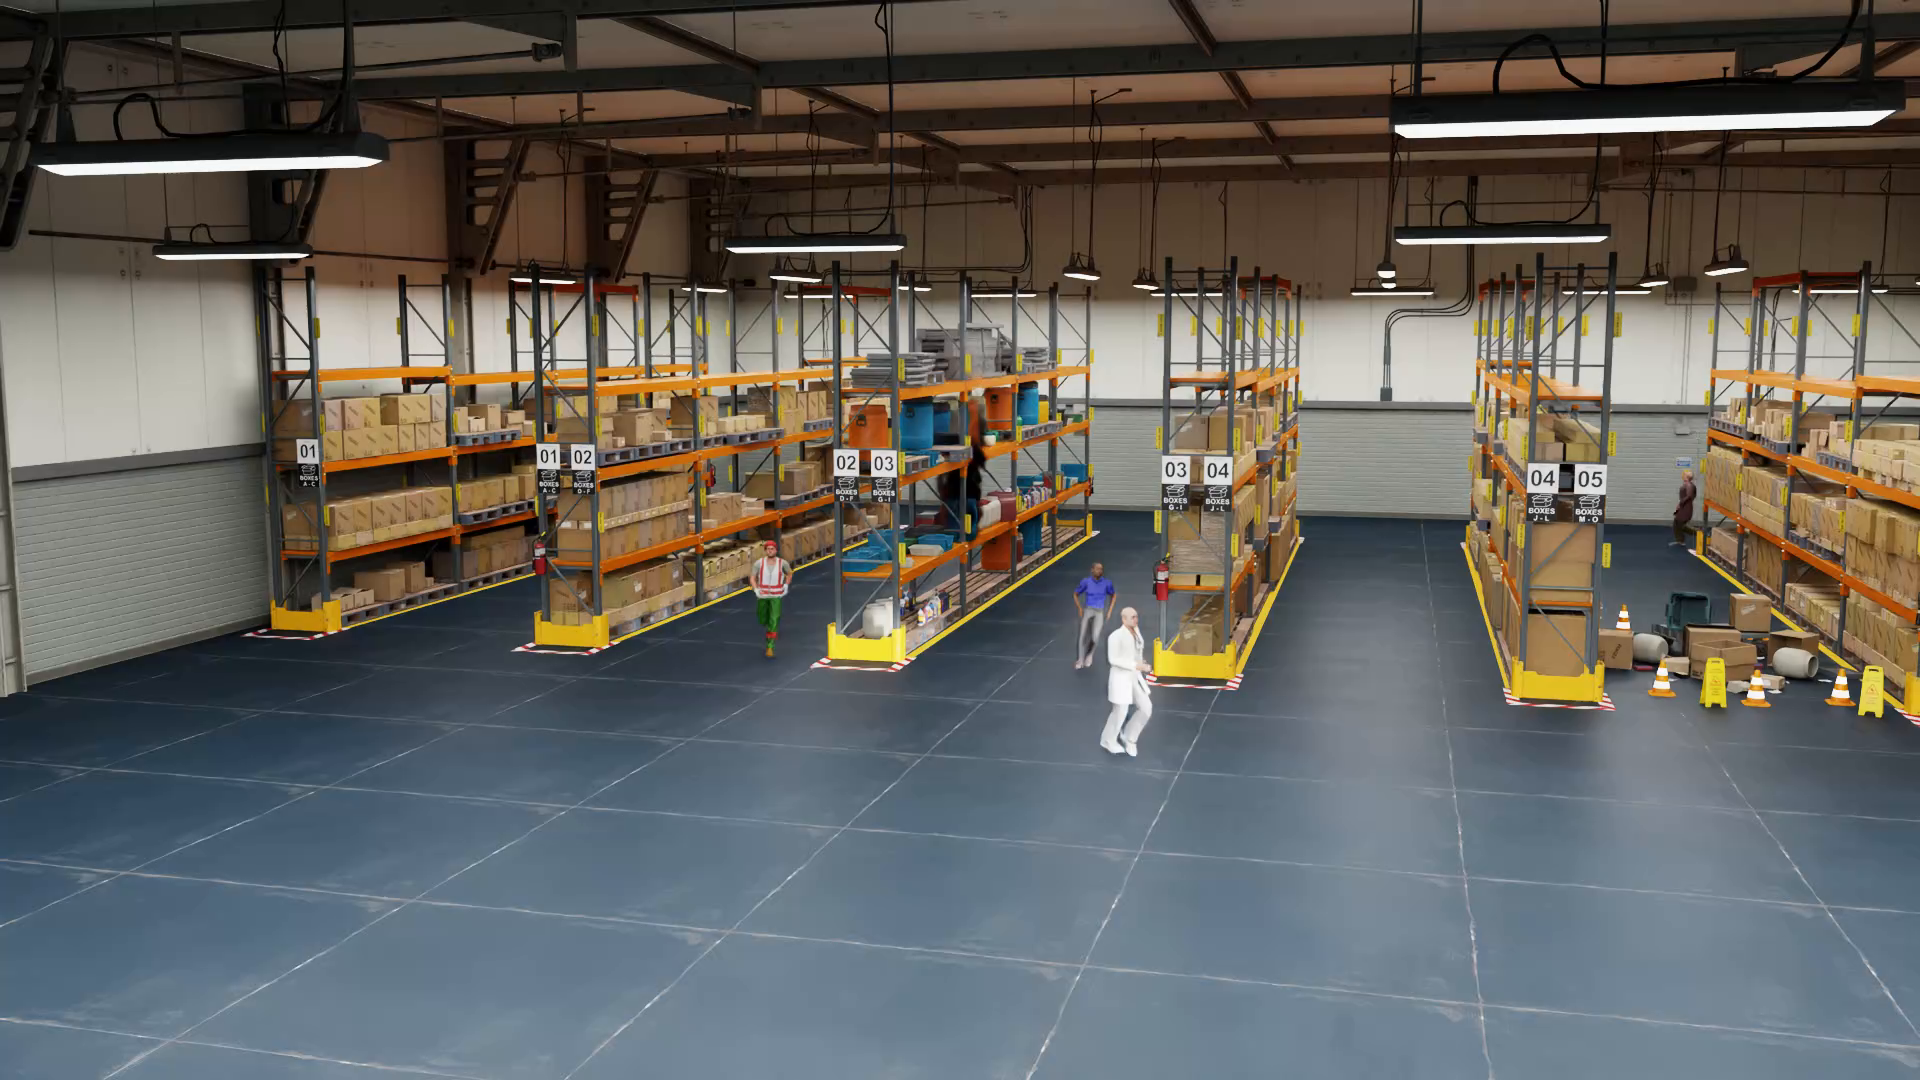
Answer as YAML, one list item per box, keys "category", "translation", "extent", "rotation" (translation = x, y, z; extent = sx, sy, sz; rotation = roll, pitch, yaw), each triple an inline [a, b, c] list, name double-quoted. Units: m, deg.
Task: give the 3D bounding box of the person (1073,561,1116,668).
- category: "person"
  translation: [1.973, 1.118, 24.482]
  extent: [0.635, 1.582, 0.550]
  rotation: [1, 7, 6]

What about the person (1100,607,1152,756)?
- category: "person"
  translation: [1.978, 1.686, 19.497]
  extent: [0.724, 1.829, 0.789]
  rotation: [-7, 10, -42]

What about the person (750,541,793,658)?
- category: "person"
  translation: [-2.940, 0.884, 25.826]
  extent: [0.639, 1.763, 1.017]
  rotation: [0, 7, 3]

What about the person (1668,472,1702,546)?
- category: "person"
  translation: [16.715, -0.696, 38.139]
  extent: [0.798, 1.739, 0.732]
  rotation: [4, 8, 27]
